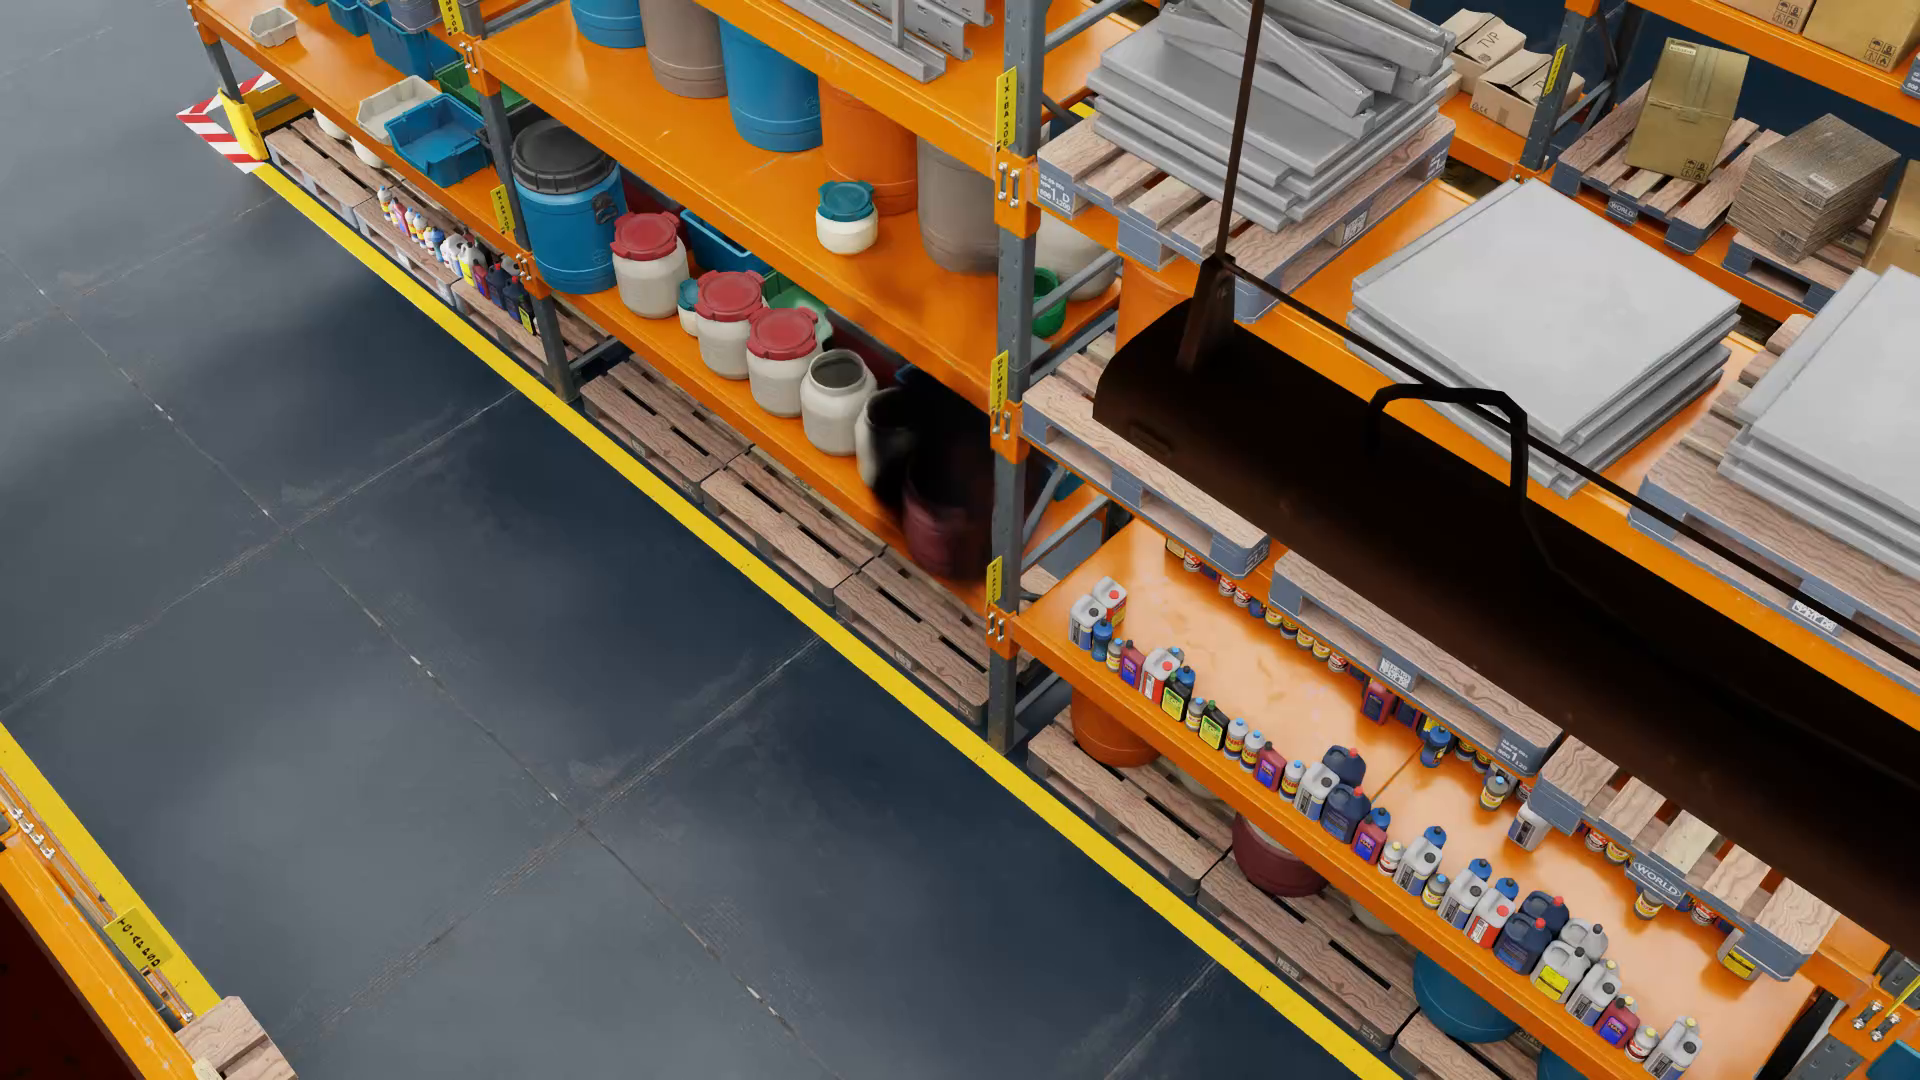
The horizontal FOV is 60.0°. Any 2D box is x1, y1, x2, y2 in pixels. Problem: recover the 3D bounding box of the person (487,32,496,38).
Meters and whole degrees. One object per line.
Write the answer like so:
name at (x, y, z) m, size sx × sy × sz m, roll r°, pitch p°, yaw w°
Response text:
person at (-4.061, -4.504, 13.039) m, size 0.664 × 1.763 × 0.657 m, roll 18°, pitch 52°, yaw 14°
